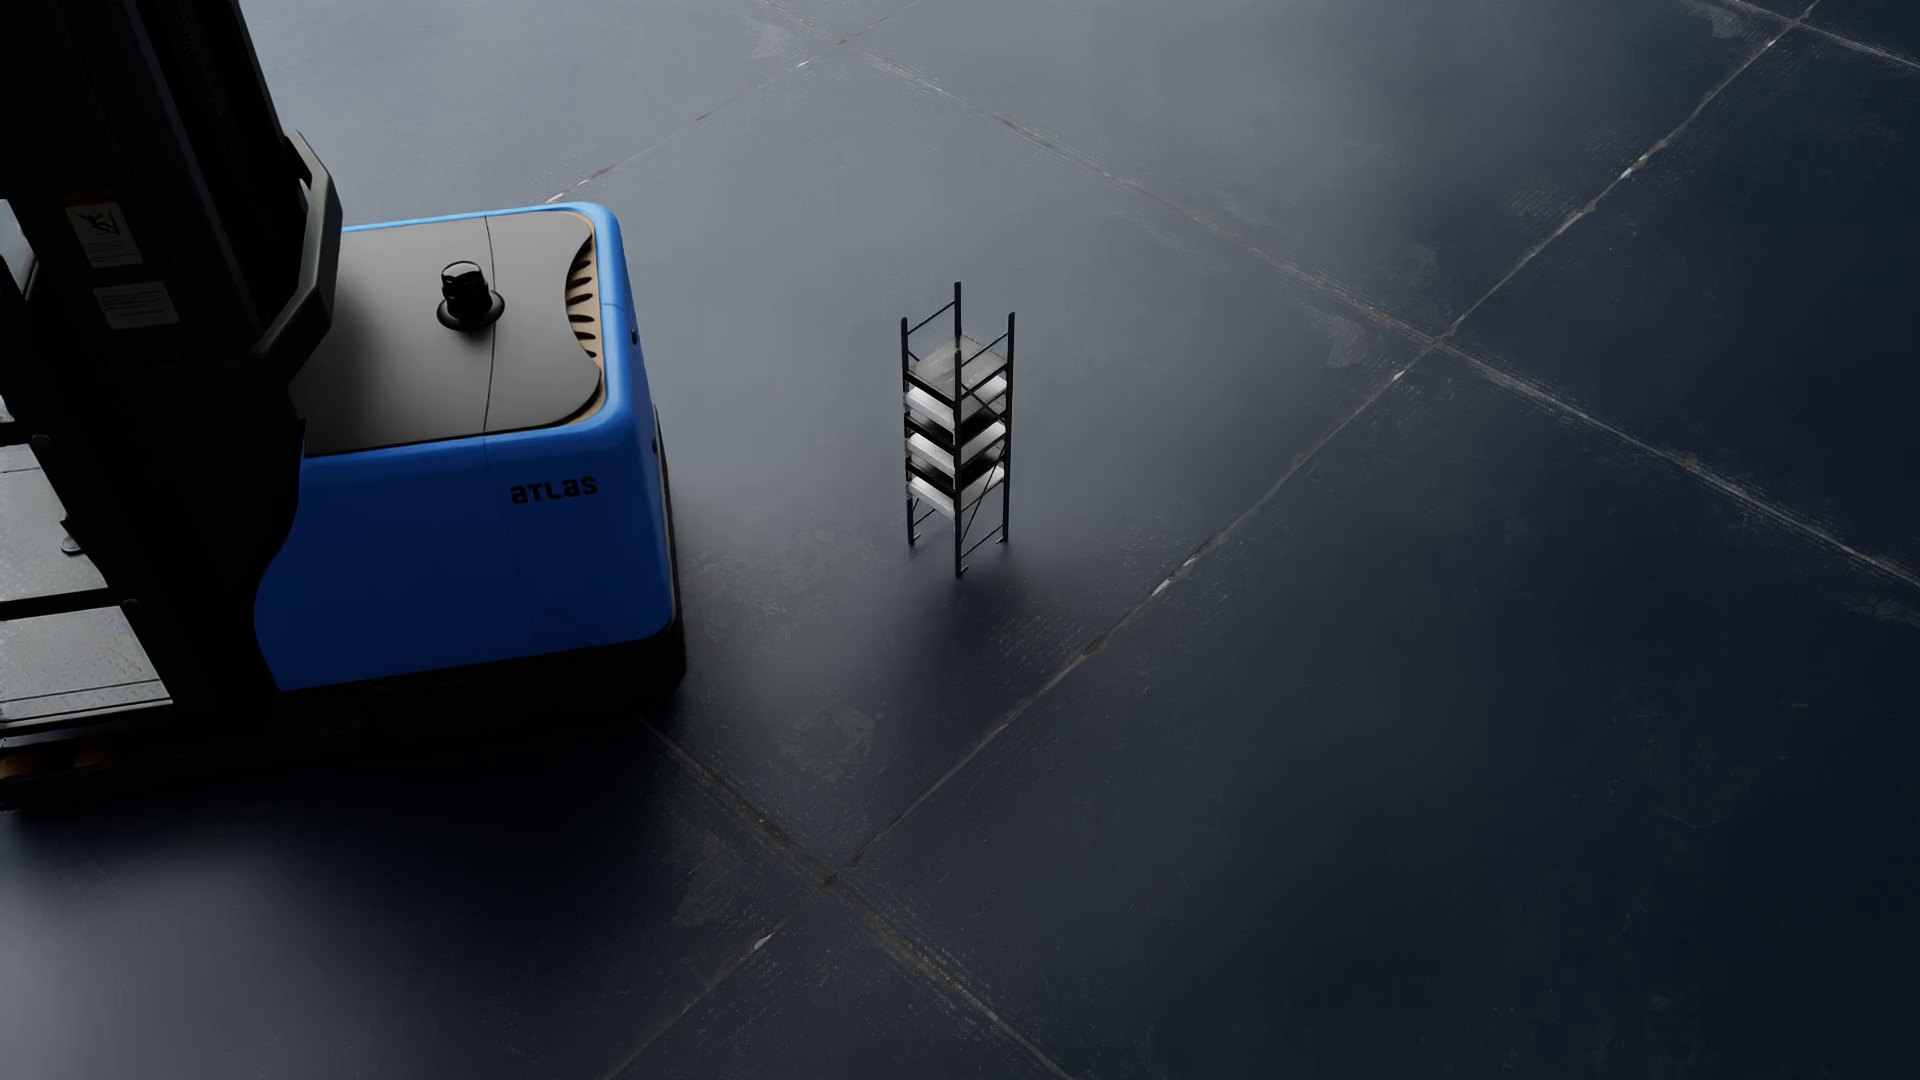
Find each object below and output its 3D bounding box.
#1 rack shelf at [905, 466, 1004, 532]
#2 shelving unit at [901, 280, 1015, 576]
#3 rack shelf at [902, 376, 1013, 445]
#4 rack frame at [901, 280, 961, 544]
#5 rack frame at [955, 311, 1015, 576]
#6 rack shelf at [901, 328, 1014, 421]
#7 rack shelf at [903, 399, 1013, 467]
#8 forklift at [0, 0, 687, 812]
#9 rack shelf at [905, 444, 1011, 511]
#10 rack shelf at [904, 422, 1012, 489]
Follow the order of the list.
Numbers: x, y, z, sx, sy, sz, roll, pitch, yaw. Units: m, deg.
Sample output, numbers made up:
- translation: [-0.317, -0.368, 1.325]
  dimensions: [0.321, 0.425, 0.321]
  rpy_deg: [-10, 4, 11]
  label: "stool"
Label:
- translation: [-0.006, -0.166, 5.081]
  dimensions: [0.200, 0.077, 0.258]
  rpy_deg: [34, 55, 28]
  label: "rack shelf"
- translation: [-0.006, -0.312, 4.926]
  dimensions: [0.210, 0.900, 0.258]
  rpy_deg: [34, 55, 28]
  label: "shelving unit"
- translation: [-0.006, -0.412, 4.819]
  dimensions: [0.200, 0.077, 0.258]
  rpy_deg: [34, 55, 28]
  label: "rack shelf"
- translation: [-0.081, -0.362, 4.973]
  dimensions: [0.006, 0.900, 0.240]
  rpy_deg: [34, 55, 28]
  label: "rack frame"
- translation: [0.069, -0.262, 4.879]
  dimensions: [0.006, 0.900, 0.240]
  rpy_deg: [34, 55, 28]
  label: "rack frame"
- translation: [-0.006, -0.474, 4.753]
  dimensions: [0.200, 0.077, 0.258]
  rpy_deg: [34, 55, 28]
  label: "rack shelf"
- translation: [-0.006, -0.351, 4.884]
  dimensions: [0.200, 0.077, 0.258]
  rpy_deg: [34, 55, 28]
  label: "rack shelf"
- translation: [-2.358, -0.688, 3.885]
  dimensions: [3.031, 2.935, 1.130]
  rpy_deg: [-8, 47, -7]
  label: "forklift"
- translation: [-0.006, -0.228, 5.016]
  dimensions: [0.200, 0.077, 0.258]
  rpy_deg: [34, 55, 28]
  label: "rack shelf"
- translation: [-0.006, -0.289, 4.950]
  dimensions: [0.200, 0.077, 0.258]
  rpy_deg: [34, 55, 28]
  label: "rack shelf"
